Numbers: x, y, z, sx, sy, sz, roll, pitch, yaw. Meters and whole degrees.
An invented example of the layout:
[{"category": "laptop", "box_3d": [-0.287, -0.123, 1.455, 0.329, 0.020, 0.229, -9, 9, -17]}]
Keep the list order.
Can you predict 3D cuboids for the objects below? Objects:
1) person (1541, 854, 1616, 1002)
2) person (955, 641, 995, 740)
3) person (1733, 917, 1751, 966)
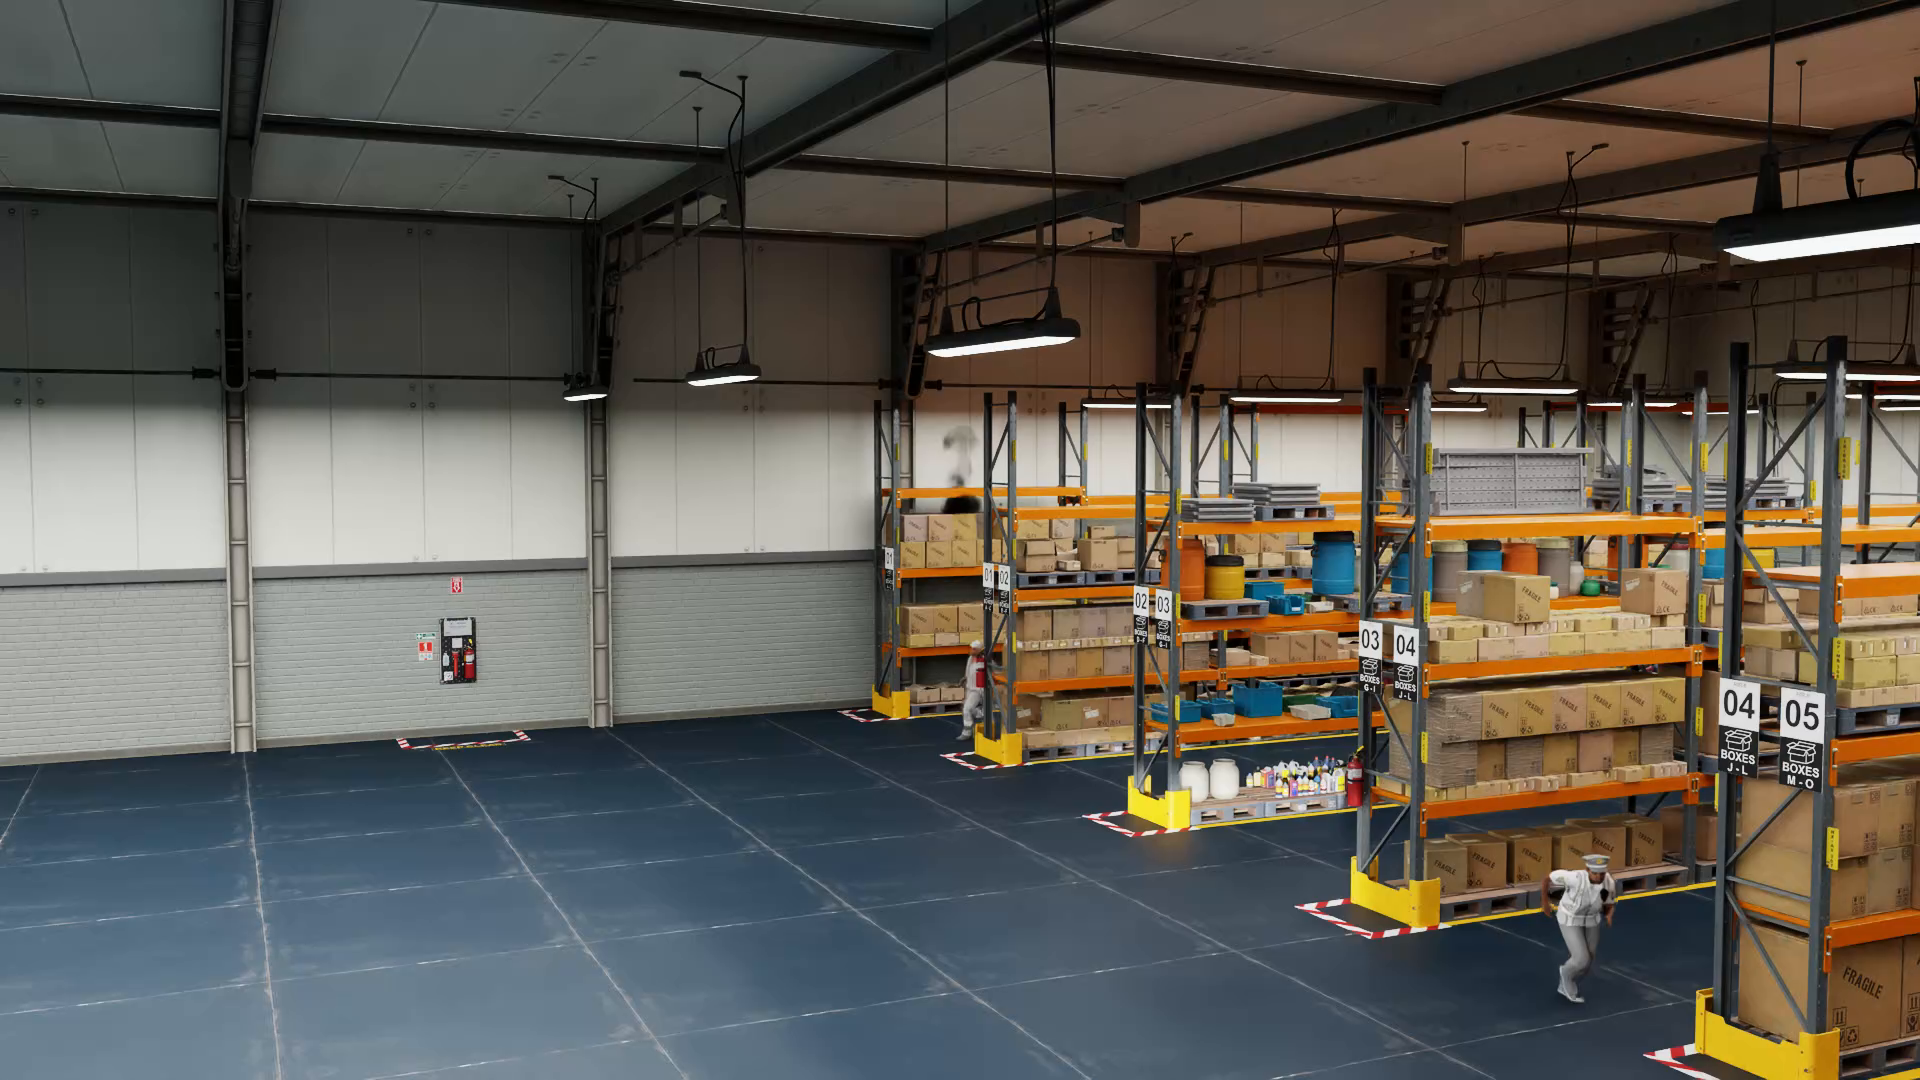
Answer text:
[{"category": "person", "box_3d": [5.622, 3.542, 15.134, 0.602, 1.486, 0.848, 0, 3, -4]}, {"category": "person", "box_3d": [0.353, 2.616, 28.967, 0.788, 1.765, 0.718, -2, 4, -33]}, {"category": "person", "box_3d": [7.998, 3.391, 16.515, 0.744, 1.705, 0.552, -2, 4, -32]}]
